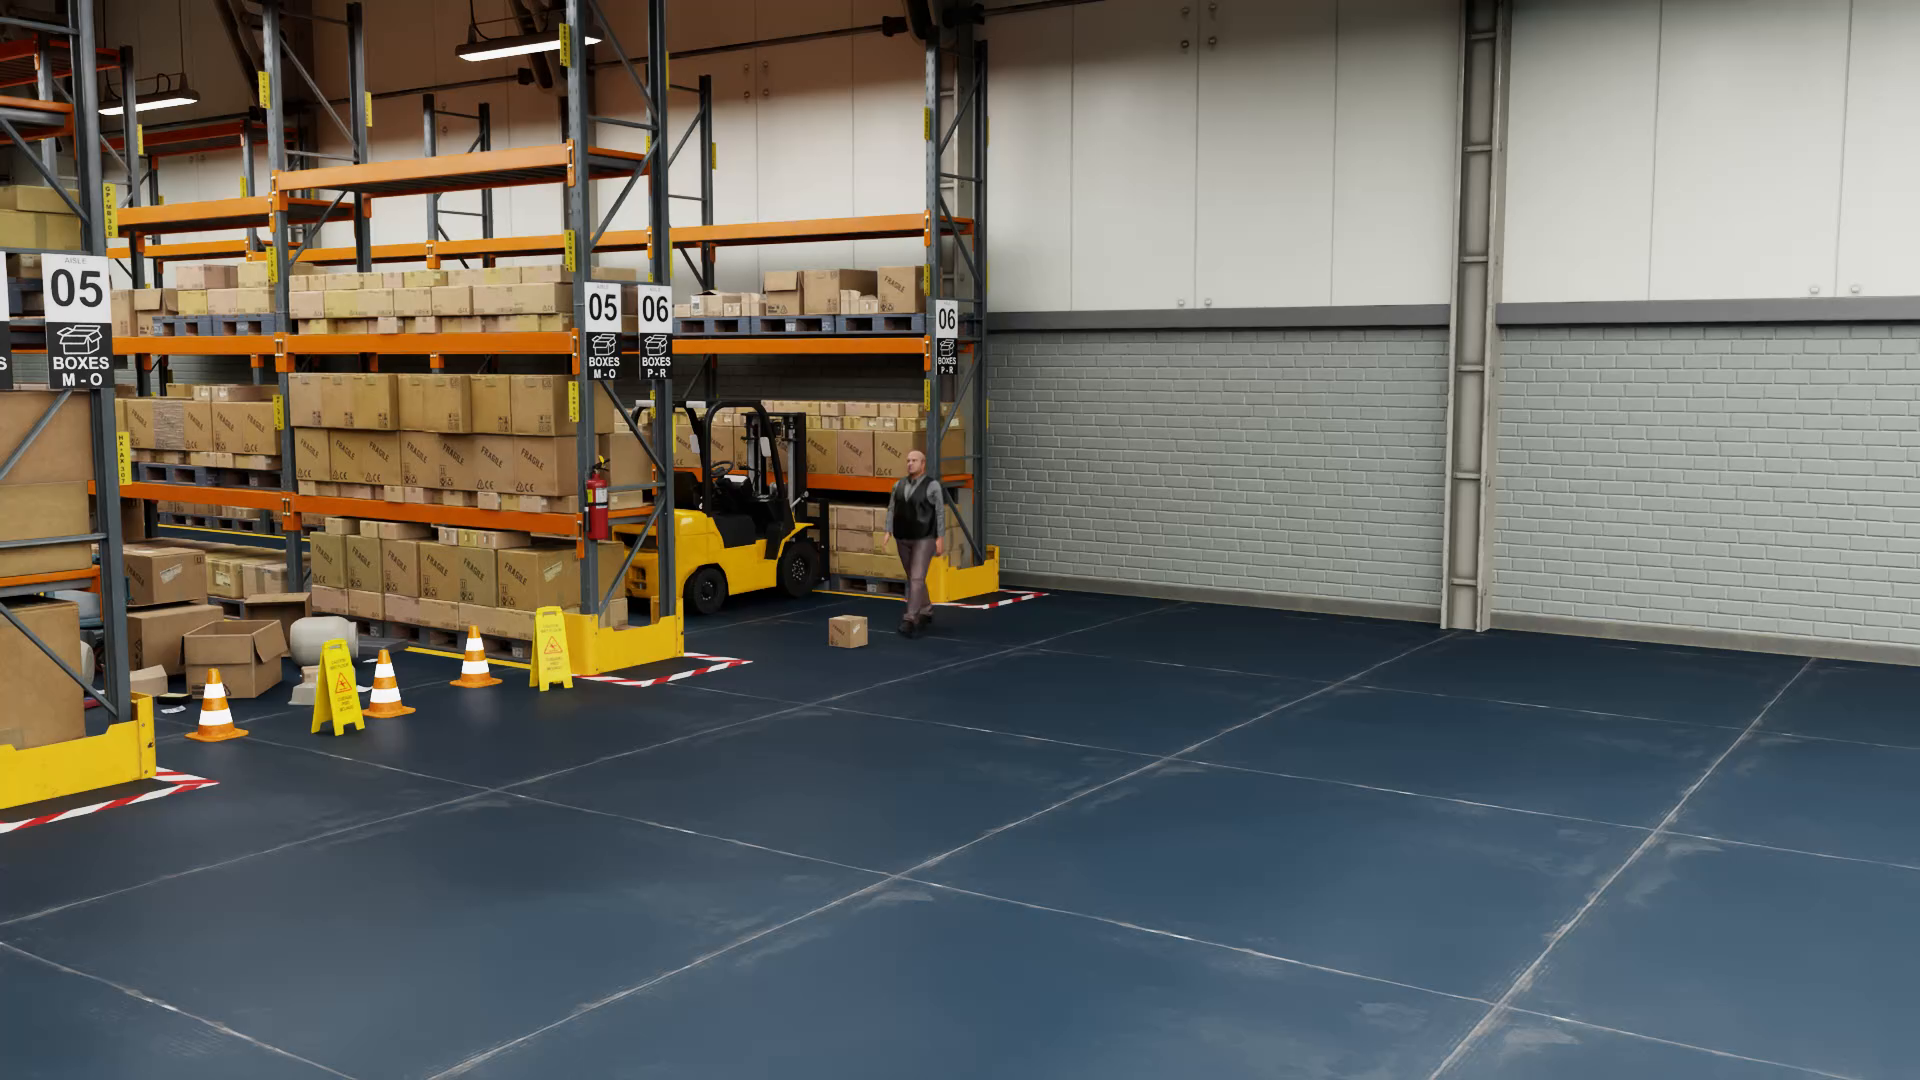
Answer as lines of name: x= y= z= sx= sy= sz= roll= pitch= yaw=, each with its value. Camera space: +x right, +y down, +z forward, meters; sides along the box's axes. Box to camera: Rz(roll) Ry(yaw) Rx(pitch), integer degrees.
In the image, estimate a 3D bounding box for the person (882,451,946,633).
person: x=-0.485 y=0.006 z=15.671 sx=0.546 sy=1.684 sz=0.886 roll=4 pitch=7 yaw=32
